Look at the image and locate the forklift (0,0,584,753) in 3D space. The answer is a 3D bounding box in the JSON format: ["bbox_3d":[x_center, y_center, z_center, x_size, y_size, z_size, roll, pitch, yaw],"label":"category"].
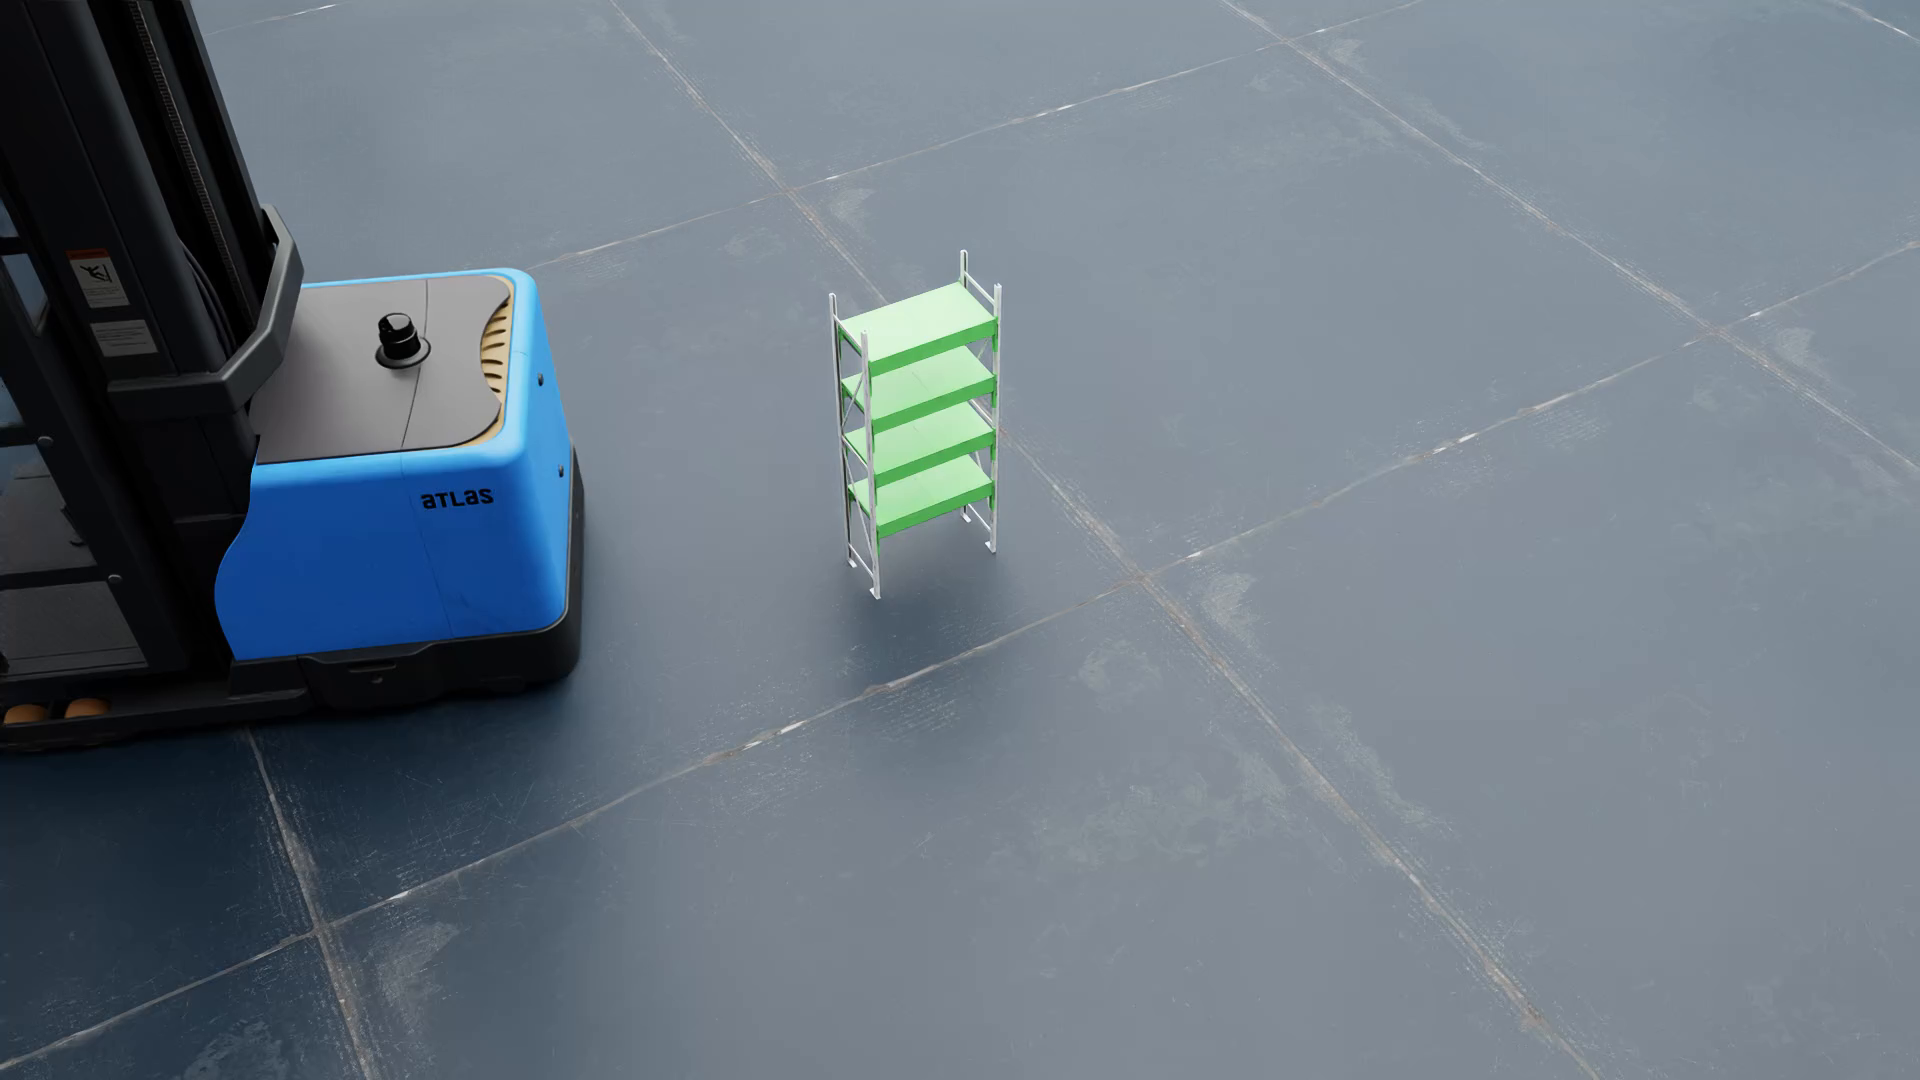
[{"bbox_3d":[-2.872,-0.744,4.912,3.031,2.935,1.130,-6,44,-6],"label":"forklift"}]

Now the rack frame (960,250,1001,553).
[{"bbox_3d":[0.068,-0.458,5.860,0.015,1.200,0.240,-22,48,-21],"label":"rack frame"}]

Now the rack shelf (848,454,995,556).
[{"bbox_3d":[-0.144,-0.155,5.985,0.480,0.148,0.258,-22,48,-21],"label":"rack shelf"}]

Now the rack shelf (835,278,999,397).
[{"bbox_3d":[-0.144,-0.672,5.483,0.480,0.148,0.258,-22,48,-21],"label":"rack shelf"}]

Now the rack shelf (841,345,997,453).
[{"bbox_3d":[-0.144,-0.500,5.650,0.480,0.148,0.258,-22,48,-21],"label":"rack shelf"}]

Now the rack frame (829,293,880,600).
[{"bbox_3d":[-0.355,-0.288,5.686,0.015,1.200,0.240,-22,48,-21],"label":"rack frame"}]

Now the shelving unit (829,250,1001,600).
[{"bbox_3d":[-0.144,-0.373,5.773,0.503,1.200,0.258,-22,48,-21],"label":"shelving unit"}]

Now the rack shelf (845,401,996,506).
[{"bbox_3d":[-0.144,-0.327,5.817,0.480,0.148,0.258,-22,48,-21],"label":"rack shelf"}]
